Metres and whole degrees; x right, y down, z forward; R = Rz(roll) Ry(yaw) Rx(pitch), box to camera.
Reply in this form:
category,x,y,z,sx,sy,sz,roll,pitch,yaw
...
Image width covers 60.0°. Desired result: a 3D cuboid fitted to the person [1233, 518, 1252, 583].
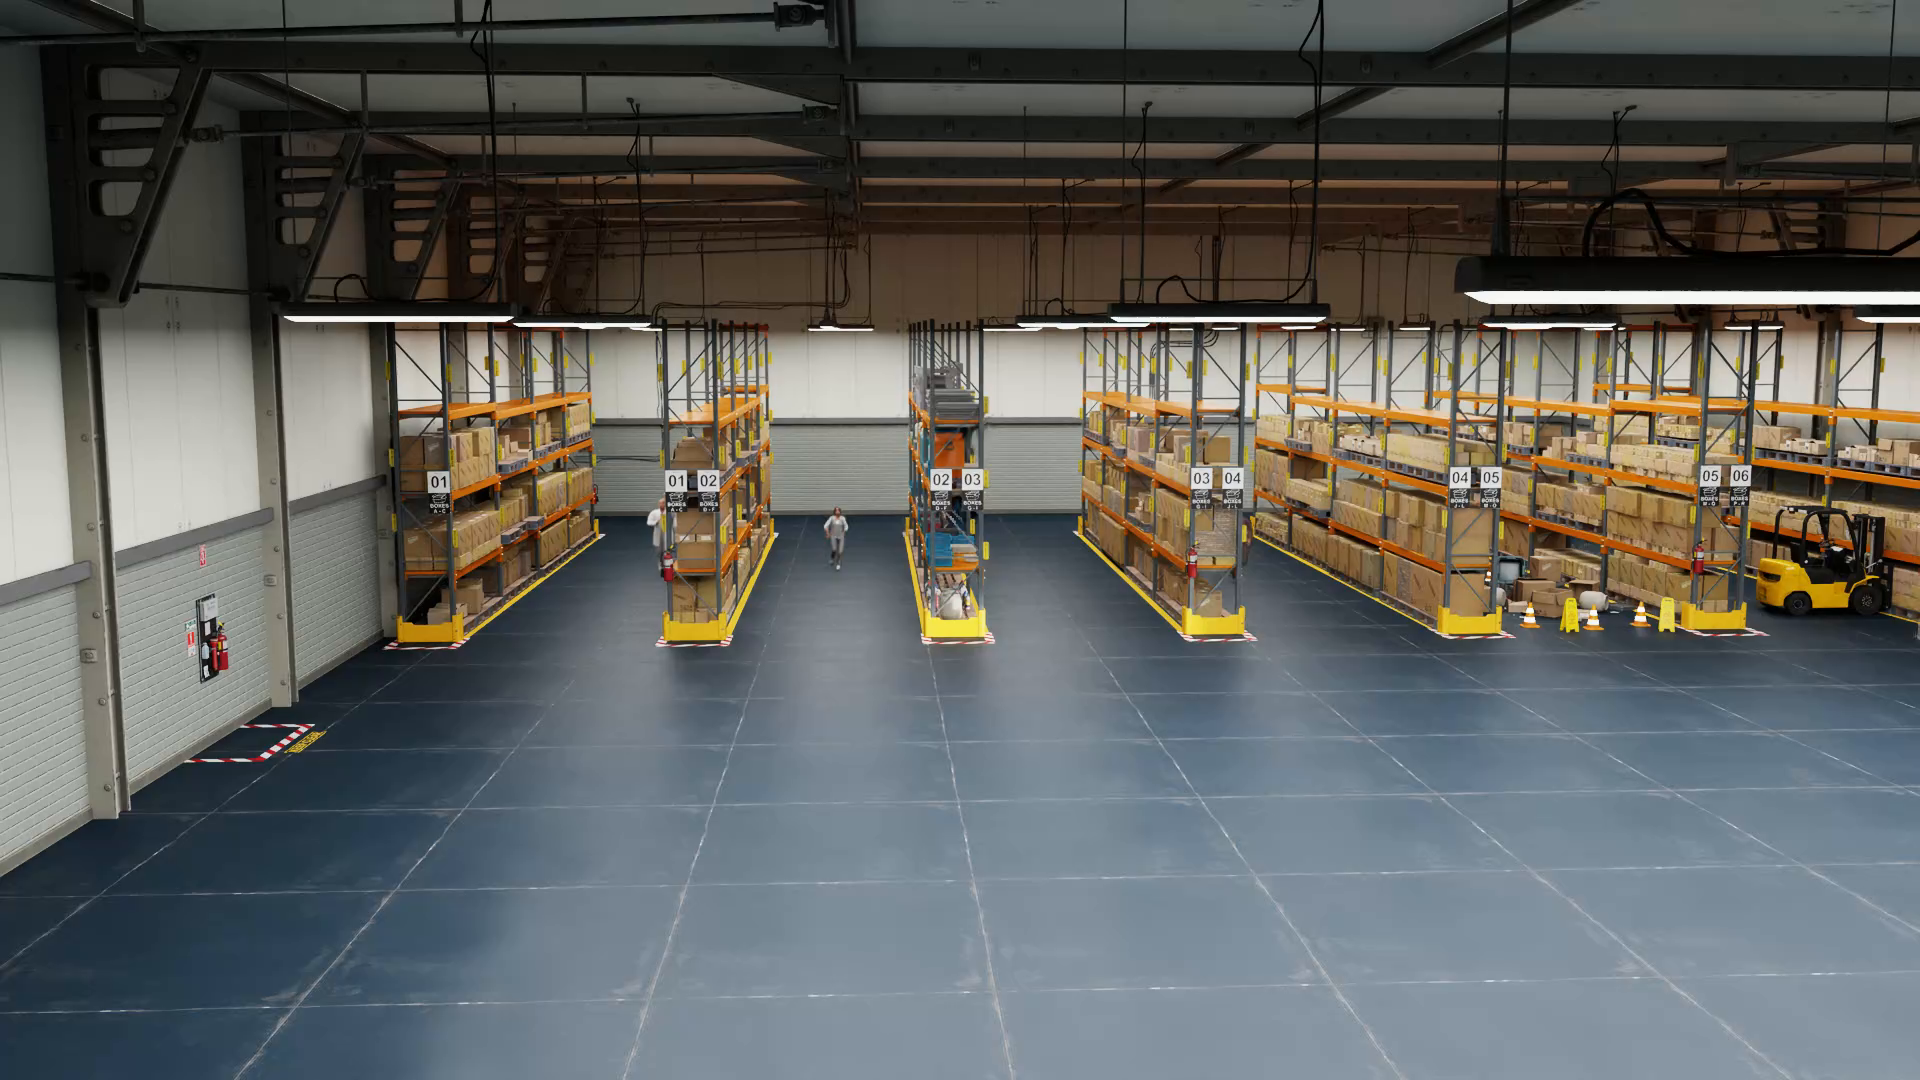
category,x,y,z,sx,sy,sz,roll,pitch,yaw
person,6.425,0.120,38.458,0.711,1.740,0.596,-1,7,-5

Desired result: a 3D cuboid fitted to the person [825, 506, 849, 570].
category,x,y,z,sx,sy,sz,roll,pitch,yaw
person,-2.985,-0.037,40.440,0.569,1.564,0.570,-1,7,-11

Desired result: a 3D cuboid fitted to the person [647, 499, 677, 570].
category,x,y,z,sx,sy,sz,roll,pitch,yaw
person,-7.110,-0.108,39.732,0.700,1.755,1.068,-1,7,-9
